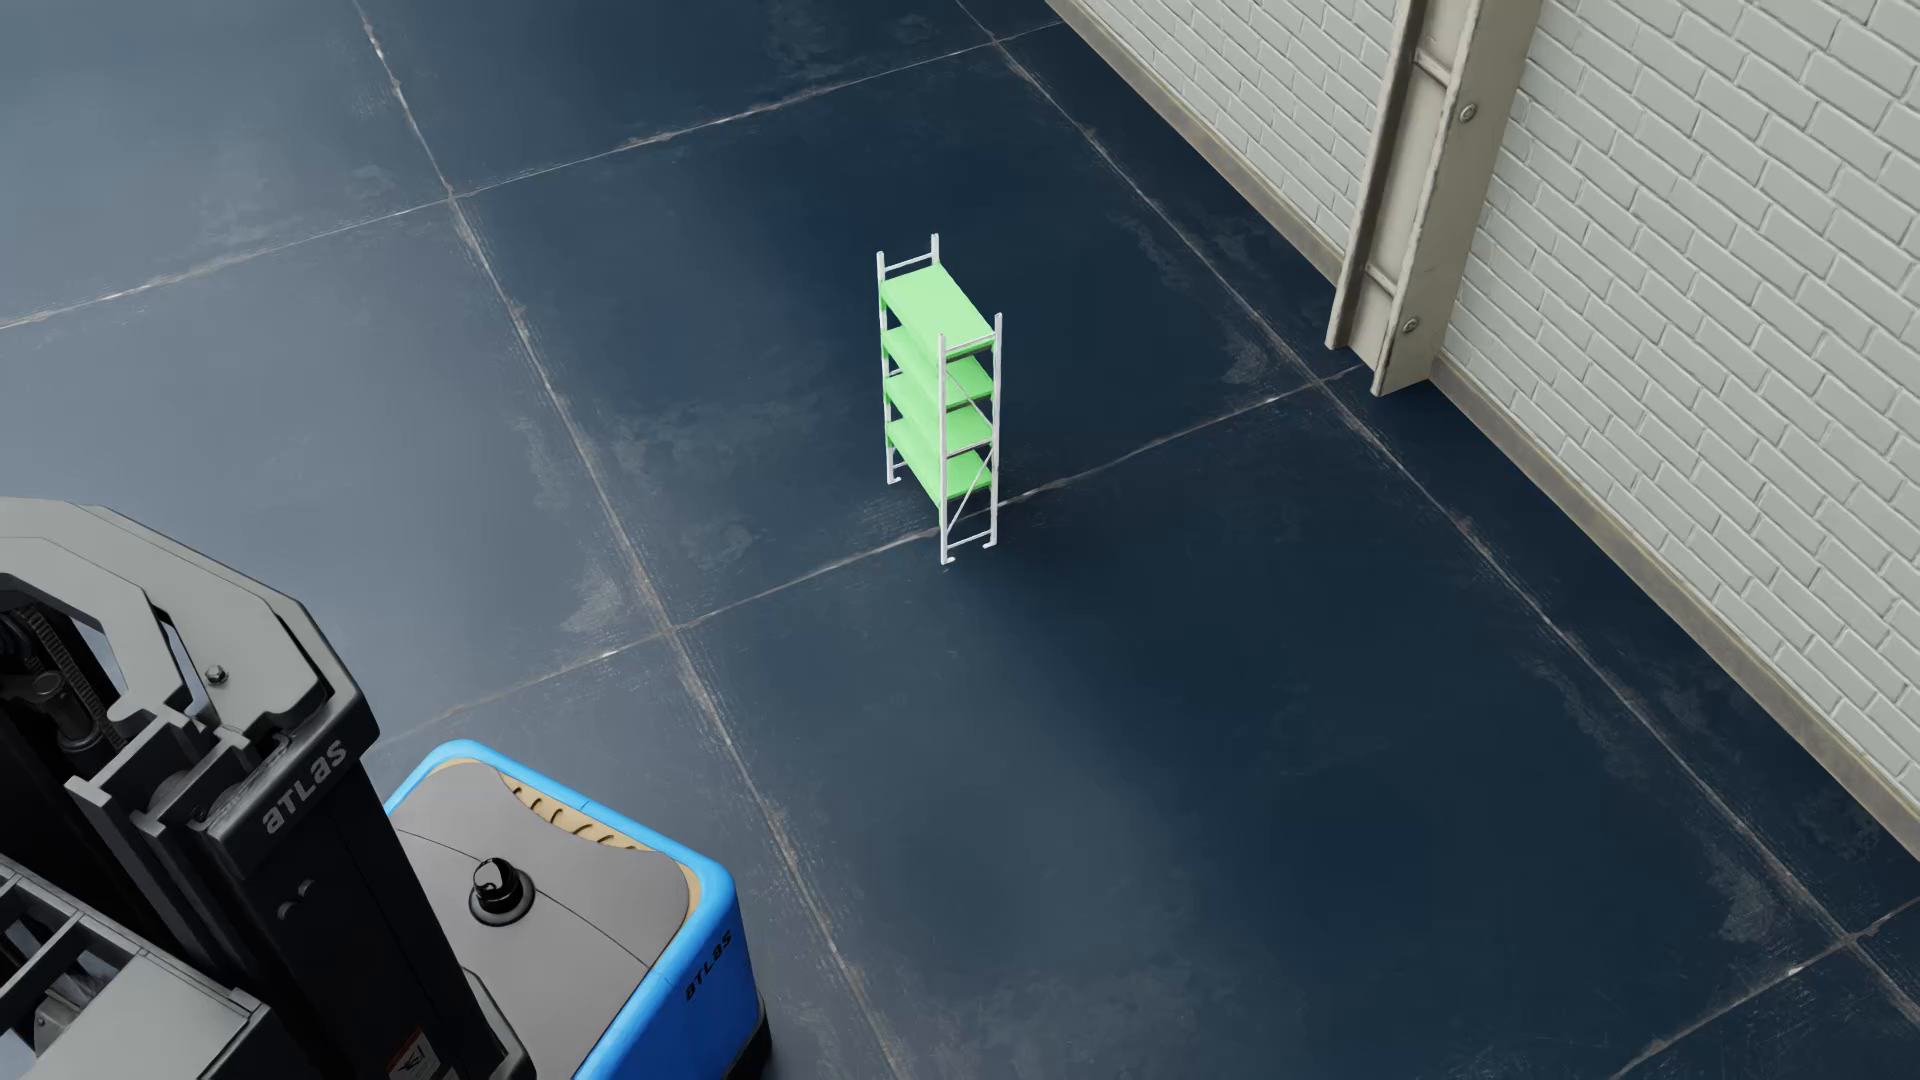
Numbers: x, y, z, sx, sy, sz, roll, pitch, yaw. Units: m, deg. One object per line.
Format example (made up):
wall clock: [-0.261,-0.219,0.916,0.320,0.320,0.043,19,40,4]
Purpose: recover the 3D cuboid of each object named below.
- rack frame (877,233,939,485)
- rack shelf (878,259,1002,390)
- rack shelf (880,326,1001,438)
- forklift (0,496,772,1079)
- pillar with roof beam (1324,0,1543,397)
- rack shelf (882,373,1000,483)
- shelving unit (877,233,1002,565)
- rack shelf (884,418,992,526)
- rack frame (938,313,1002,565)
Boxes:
rack frame: [-0.187,-0.669,6.431,0.240,1.200,0.015,-21,52,-18]
rack shelf: [-0.076,-0.780,5.975,0.258,0.148,0.480,-21,52,-18]
rack shelf: [-0.076,-0.622,6.155,0.258,0.148,0.480,-21,52,-18]
forklift: [-1.731,1.437,3.438,1.130,2.935,3.031,22,52,18]
pillar with roof beam: [-1.980,-2.279,2.658,9.100,9.000,0.400,-21,52,-18]
rack shelf: [-0.076,-0.464,6.336,0.258,0.148,0.480,-21,52,-18]
shelving unit: [-0.076,-0.506,6.288,0.258,1.200,0.503,-21,52,-18]
rack shelf: [-0.076,-0.306,6.517,0.258,0.148,0.480,-21,52,-18]
rack frame: [0.036,-0.342,6.145,0.240,1.200,0.015,-21,52,-18]
